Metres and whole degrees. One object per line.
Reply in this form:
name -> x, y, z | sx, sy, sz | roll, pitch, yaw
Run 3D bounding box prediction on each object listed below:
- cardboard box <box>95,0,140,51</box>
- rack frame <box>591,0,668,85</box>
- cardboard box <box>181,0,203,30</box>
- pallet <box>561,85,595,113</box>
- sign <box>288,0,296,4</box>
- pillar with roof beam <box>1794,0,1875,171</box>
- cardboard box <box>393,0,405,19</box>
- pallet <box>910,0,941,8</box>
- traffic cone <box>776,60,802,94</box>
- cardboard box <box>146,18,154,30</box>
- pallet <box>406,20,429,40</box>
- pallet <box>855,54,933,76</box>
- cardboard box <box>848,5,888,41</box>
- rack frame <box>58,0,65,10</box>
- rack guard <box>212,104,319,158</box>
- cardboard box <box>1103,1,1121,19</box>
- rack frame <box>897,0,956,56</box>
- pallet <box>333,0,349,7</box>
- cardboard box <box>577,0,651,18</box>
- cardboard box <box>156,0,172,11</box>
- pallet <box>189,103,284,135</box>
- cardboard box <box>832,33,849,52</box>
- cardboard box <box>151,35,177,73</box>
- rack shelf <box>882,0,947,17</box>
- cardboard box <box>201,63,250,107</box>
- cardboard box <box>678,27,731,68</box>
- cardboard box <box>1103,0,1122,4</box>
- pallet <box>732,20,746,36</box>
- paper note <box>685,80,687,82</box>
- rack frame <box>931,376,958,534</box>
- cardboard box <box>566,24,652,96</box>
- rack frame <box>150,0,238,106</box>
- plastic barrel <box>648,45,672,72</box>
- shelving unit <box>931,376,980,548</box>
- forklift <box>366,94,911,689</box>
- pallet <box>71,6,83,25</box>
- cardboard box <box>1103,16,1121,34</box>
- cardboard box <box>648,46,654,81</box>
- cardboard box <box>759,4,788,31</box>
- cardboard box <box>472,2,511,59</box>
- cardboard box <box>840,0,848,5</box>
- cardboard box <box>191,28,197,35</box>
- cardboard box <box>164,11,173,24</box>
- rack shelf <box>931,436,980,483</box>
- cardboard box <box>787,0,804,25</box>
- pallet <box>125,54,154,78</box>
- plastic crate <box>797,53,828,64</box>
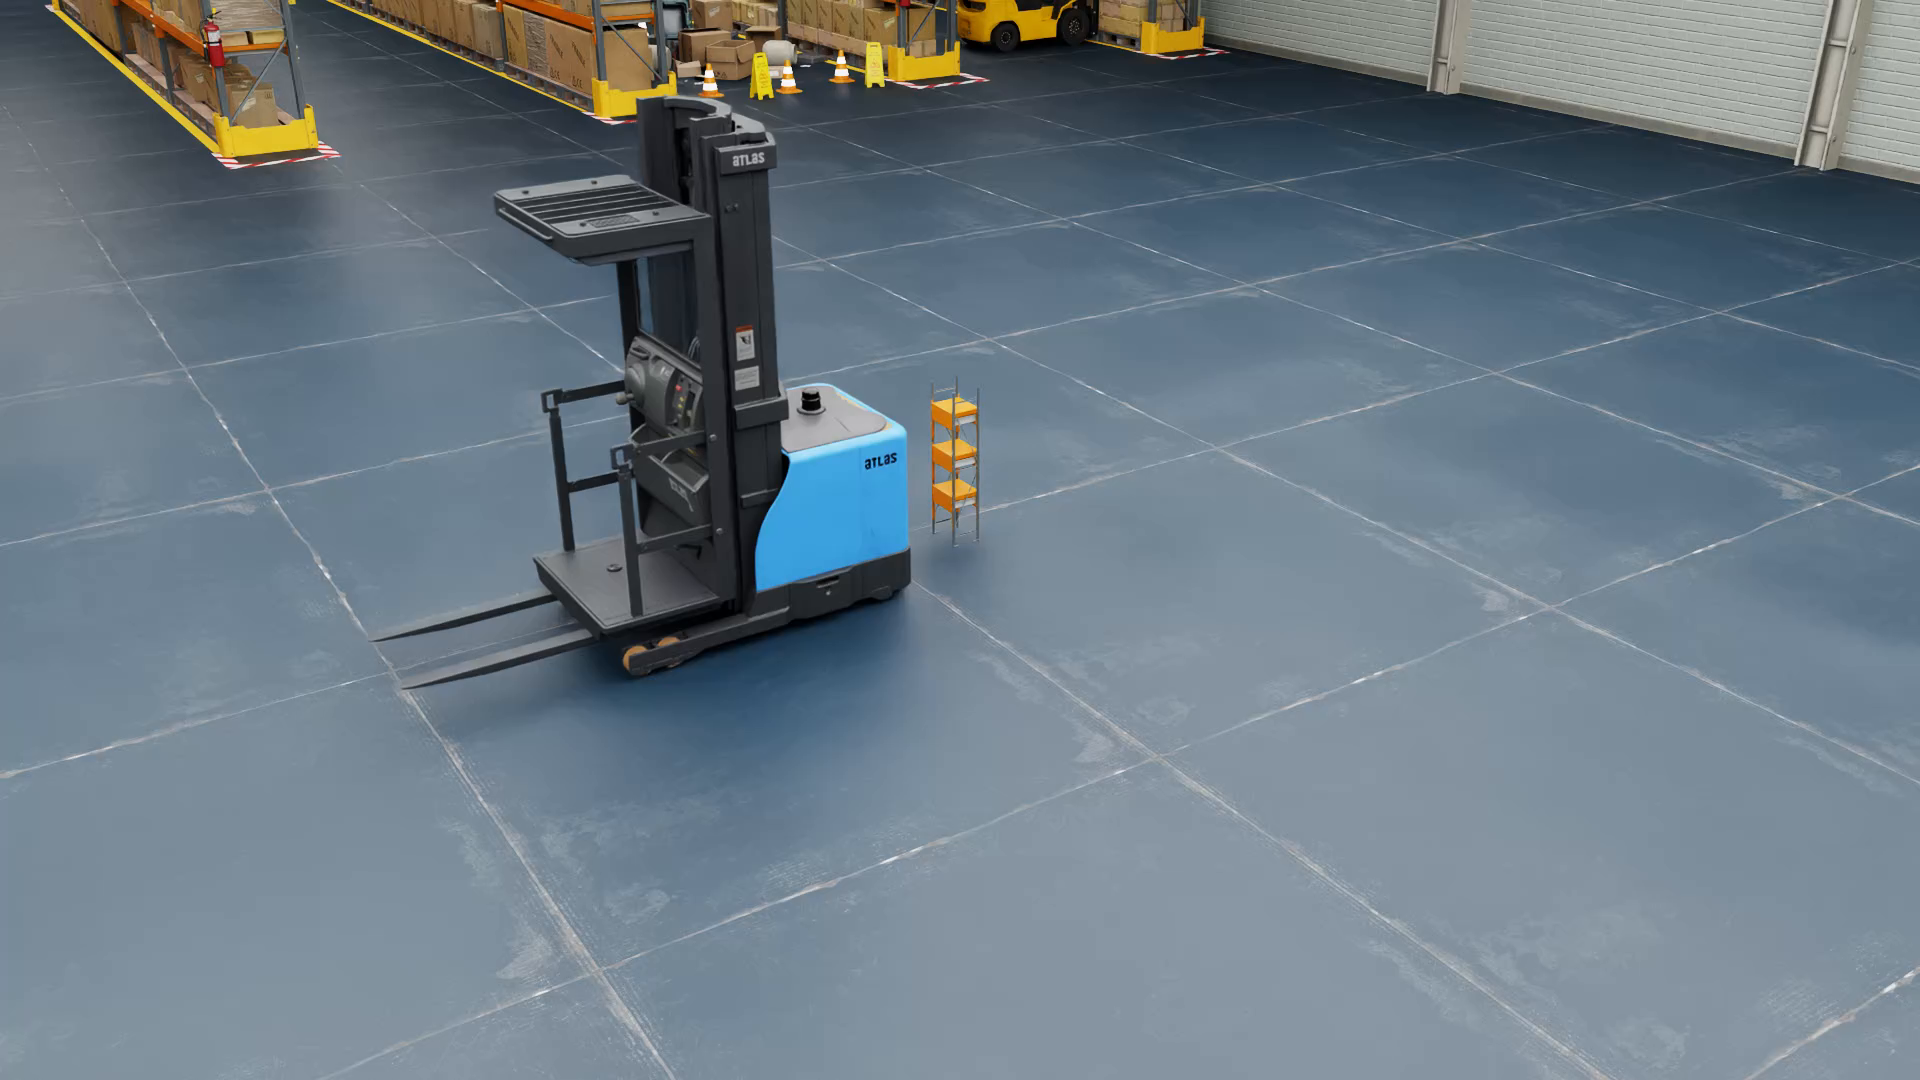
cardboard box -> -13.549, -8.680, 27.621 | 1.225, 0.875, 0.875 | -17, 30, -32
rack frame -> -4.612, -7.458, 23.034 | 1.000, 3.000, 0.127 | -16, 29, -30
cardboard box -> -9.474, -6.872, 21.327 | 0.875, 0.500, 0.500 | -16, 29, -30
pallet -> -5.114, -6.465, 24.197 | 1.003, 0.211, 1.213 | -16, 29, -30
sign -> -8.368, -6.856, 20.745 | 0.100, 0.325, 0.005 | -16, 29, -30
pillar with roof beam -> 6.956, -7.682, 16.482 | 9.100, 9.000, 0.400 | -16, 29, -30
cardboard box -> -10.140, -9.925, 30.697 | 0.500, 0.500, 0.500 | -17, 30, -32
pallet -> -0.313, -11.102, 34.021 | 1.003, 0.211, 1.213 | -16, 29, -30
traffic cone -> -2.580, -6.973, 24.979 | 0.336, 0.463, 0.334 | -16, 29, -30
cardboard box -> -12.501, -8.187, 26.113 | 0.500, 0.250, 0.500 | -12, 28, -24
pallet -> -9.404, -9.338, 30.284 | 1.003, 0.211, 1.213 | -16, 29, -30
pallet -> -0.975, -7.713, 26.840 | 1.003, 0.211, 1.213 | -16, 29, -30
cardboard box -> -1.463, -8.345, 26.764 | 0.500, 0.500, 0.500 | -14, 29, -28
rack frame -> -17.557, -12.061, 32.785 | 1.000, 3.000, 0.127 | -16, 29, -30
rack guard -> -8.864, -5.235, 21.253 | 1.175, 0.500, 0.348 | -16, 29, -30
cardboard box -> 2.845, -9.261, 28.998 | 0.500, 0.250, 0.500 | -16, 30, -30
rack frame -> -0.520, -8.648, 25.554 | 1.000, 3.000, 0.127 | -16, 29, -30
pallet -> -12.229, -11.158, 34.138 | 1.003, 0.211, 1.213 | -16, 29, -30
cardboard box -> -4.852, -7.648, 23.261 | 0.875, 0.550, 0.550 | -16, 29, -30
cardboard box -> -10.569, -7.586, 22.840 | 0.875, 0.500, 0.500 | -16, 29, -30
pallet -> -9.940, -5.839, 22.871 | 1.003, 0.211, 1.213 | -16, 29, -30
cardboard box -> -1.753, -8.193, 27.321 | 0.500, 0.250, 0.500 | -17, 30, -31
cardboard box -> -11.874, -7.437, 25.403 | 0.700, 0.500, 0.500 | -18, 31, -34
rack shelf -> -1.612, -9.038, 27.223 | 1.077, 0.370, 4.000 | -16, 29, -30
cardboard box -> -10.098, -6.269, 22.952 | 0.500, 0.500, 0.500 | -19, 31, -34
cardboard box -> -4.117, -7.951, 26.844 | 0.797, 0.637, 0.503 | -16, 29, -30
cardboard box -> 2.841, -9.478, 28.870 | 0.500, 0.250, 0.500 | -15, 29, -29
pallet -> -3.800, -9.532, 30.695 | 1.003, 0.211, 1.213 | -16, 29, -30
paper note -> -4.260, -7.142, 25.867 | 0.032, 0.001, 0.123 | -1, 25, -3
rack frame -> -0.096, -0.538, 10.659 | 0.200, 1.050, 0.008 | -16, 29, -30
cardboard box -> -5.037, -6.914, 23.879 | 0.875, 0.875, 0.875 | -15, 29, -29
rack frame -> -11.006, -7.769, 23.693 | 1.000, 3.000, 0.127 | -16, 29, -30
plastic barrel -> -4.891, -7.675, 26.513 | 0.512, 0.421, 0.421 | 3, 25, 6
shelving unit -> -0.029, -0.494, 10.566 | 0.215, 1.050, 0.252 | -16, 29, -30
forklift -> -1.806, -0.830, 9.074 | 3.031, 2.935, 1.130 | -16, 29, -30
pallet -> -16.393, -10.096, 31.890 | 1.003, 0.211, 1.213 | -16, 29, -30
cardboard box -> 2.852, -9.027, 29.086 | 0.500, 0.250, 0.500 | -16, 29, -30
cardboard box -> -5.088, -7.443, 25.928 | 0.500, 0.500, 0.500 | -10, 27, -21
cardboard box -> -2.992, -9.267, 29.453 | 0.950, 0.372, 0.625 | -15, 29, -29
cardboard box -> -7.210, -8.262, 26.881 | 1.050, 0.750, 0.750 | -16, 29, -30
cardboard box -> -1.709, -8.753, 26.869 | 0.380, 0.149, 0.250 | -14, 29, -27
cardboard box -> -9.847, -6.722, 21.769 | 0.380, 0.149, 0.250 | -16, 29, -30
cardboard box -> -10.609, -7.147, 22.669 | 0.380, 0.149, 0.250 | -16, 29, -30
rack shelf -> -0.029, -0.484, 10.571 | 0.215, 0.259, 0.240 | -16, 29, -30
cardboard box -> -2.607, -9.090, 28.342 | 0.500, 0.500, 0.500 | -14, 29, -27
pallet -> -12.765, -7.659, 26.726 | 1.003, 0.211, 1.213 | -16, 29, -30
plastic crate -> -2.533, -8.005, 27.614 | 0.583, 0.080, 0.402 | 18, 31, 33
